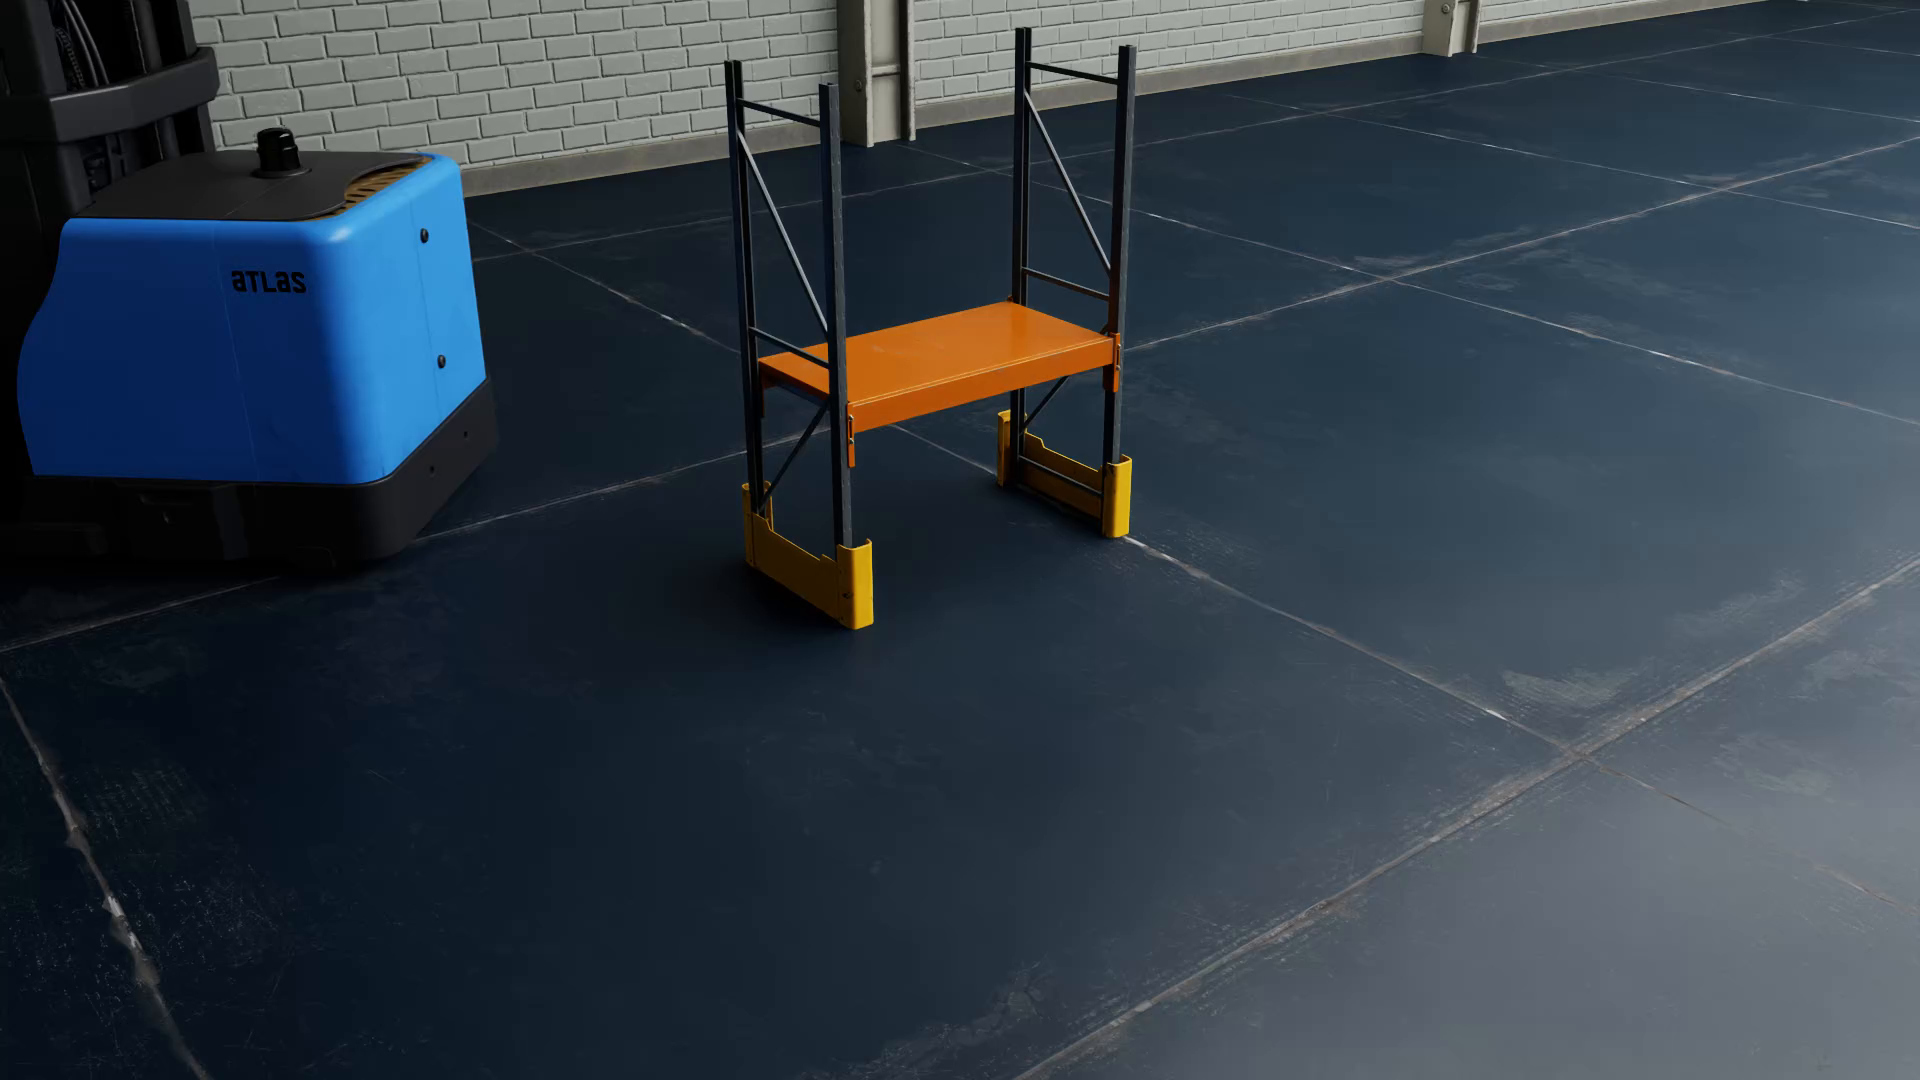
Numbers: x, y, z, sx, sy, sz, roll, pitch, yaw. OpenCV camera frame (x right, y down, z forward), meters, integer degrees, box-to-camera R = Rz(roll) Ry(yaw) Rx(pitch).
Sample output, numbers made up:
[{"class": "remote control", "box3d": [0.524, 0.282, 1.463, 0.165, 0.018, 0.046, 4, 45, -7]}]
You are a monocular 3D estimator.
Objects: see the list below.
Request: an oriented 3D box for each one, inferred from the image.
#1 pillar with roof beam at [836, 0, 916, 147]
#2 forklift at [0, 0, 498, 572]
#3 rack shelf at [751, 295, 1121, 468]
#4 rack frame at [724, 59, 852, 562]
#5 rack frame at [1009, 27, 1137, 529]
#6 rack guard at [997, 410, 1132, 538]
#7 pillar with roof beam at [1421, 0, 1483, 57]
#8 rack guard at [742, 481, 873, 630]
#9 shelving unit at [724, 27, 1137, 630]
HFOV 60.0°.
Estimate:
[{"class": "pillar with roof beam", "box3d": [2.119, -5.284, 5.945, 0.400, 9.000, 9.100, -18, 31, -34]}, {"class": "forklift", "box3d": [-3.155, -1.468, 4.932, 3.031, 2.935, 1.130, 2, 25, 4]}, {"class": "rack shelf", "box3d": [-0.067, -0.495, 4.962, 1.000, 0.185, 0.538, -18, 31, -34]}, {"class": "rack frame", "box3d": [-0.467, -0.526, 4.602, 0.032, 1.500, 0.500, -18, 31, -34]}, {"class": "rack frame", "box3d": [0.333, -0.790, 5.171, 0.032, 1.500, 0.500, -18, 31, -34]}, {"class": "rack guard", "box3d": [0.332, -0.223, 5.433, 0.087, 0.250, 0.587, -18, 31, -34]}, {"class": "pillar with roof beam", "box3d": [6.840, -6.842, 9.304, 0.400, 9.000, 9.100, -18, 31, -34]}, {"class": "rack guard", "box3d": [-0.452, 0.036, 4.876, 0.087, 0.250, 0.587, -18, 31, -34]}, {"class": "shelving unit", "box3d": [-0.060, -0.661, 4.892, 1.083, 1.500, 0.587, -18, 31, -34]}]
